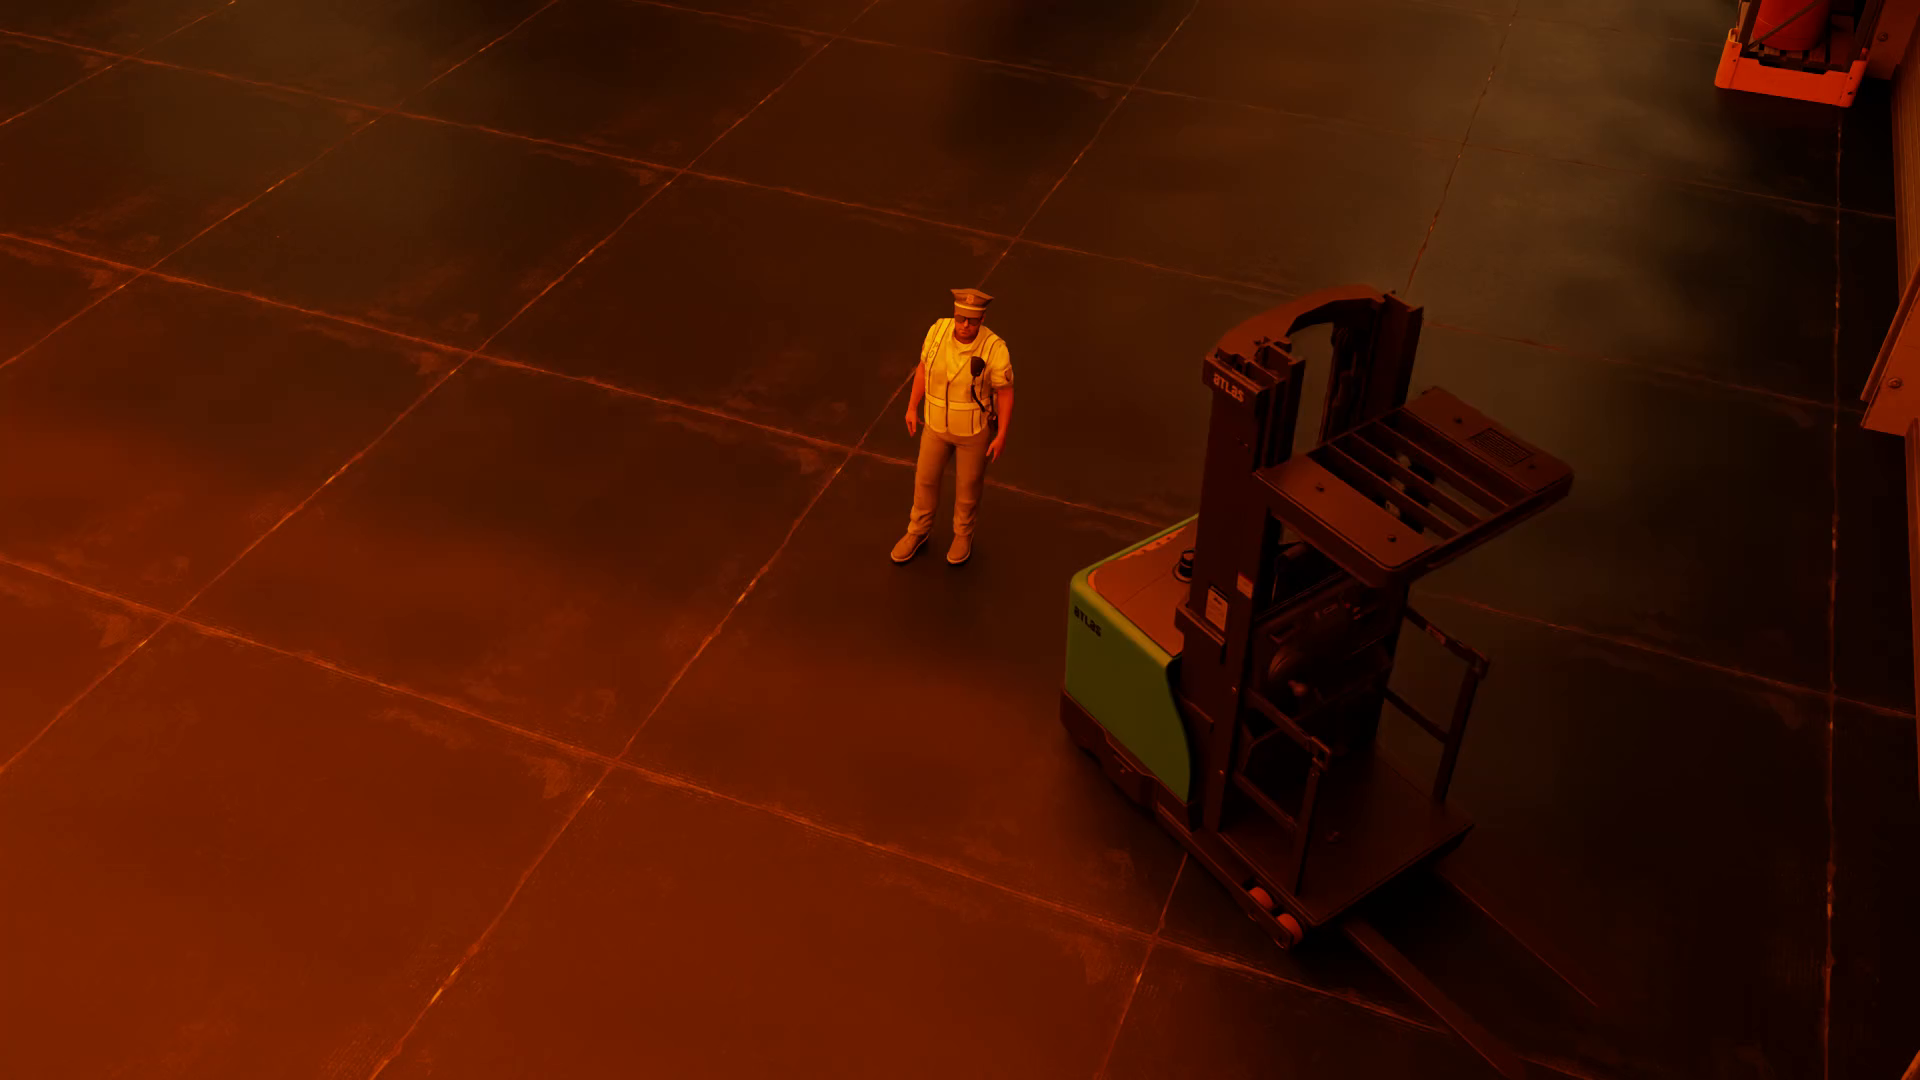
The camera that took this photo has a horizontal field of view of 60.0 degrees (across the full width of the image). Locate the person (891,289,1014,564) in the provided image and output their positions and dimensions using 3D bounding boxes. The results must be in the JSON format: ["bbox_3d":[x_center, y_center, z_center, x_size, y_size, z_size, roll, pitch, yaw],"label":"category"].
[{"bbox_3d":[-0.041,-0.645,9.662,0.640,1.779,0.575,15,42,17],"label":"person"}]

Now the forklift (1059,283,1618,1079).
[{"bbox_3d":[1.802,0.472,7.442,1.130,2.935,3.031,-24,46,-26],"label":"forklift"}]
